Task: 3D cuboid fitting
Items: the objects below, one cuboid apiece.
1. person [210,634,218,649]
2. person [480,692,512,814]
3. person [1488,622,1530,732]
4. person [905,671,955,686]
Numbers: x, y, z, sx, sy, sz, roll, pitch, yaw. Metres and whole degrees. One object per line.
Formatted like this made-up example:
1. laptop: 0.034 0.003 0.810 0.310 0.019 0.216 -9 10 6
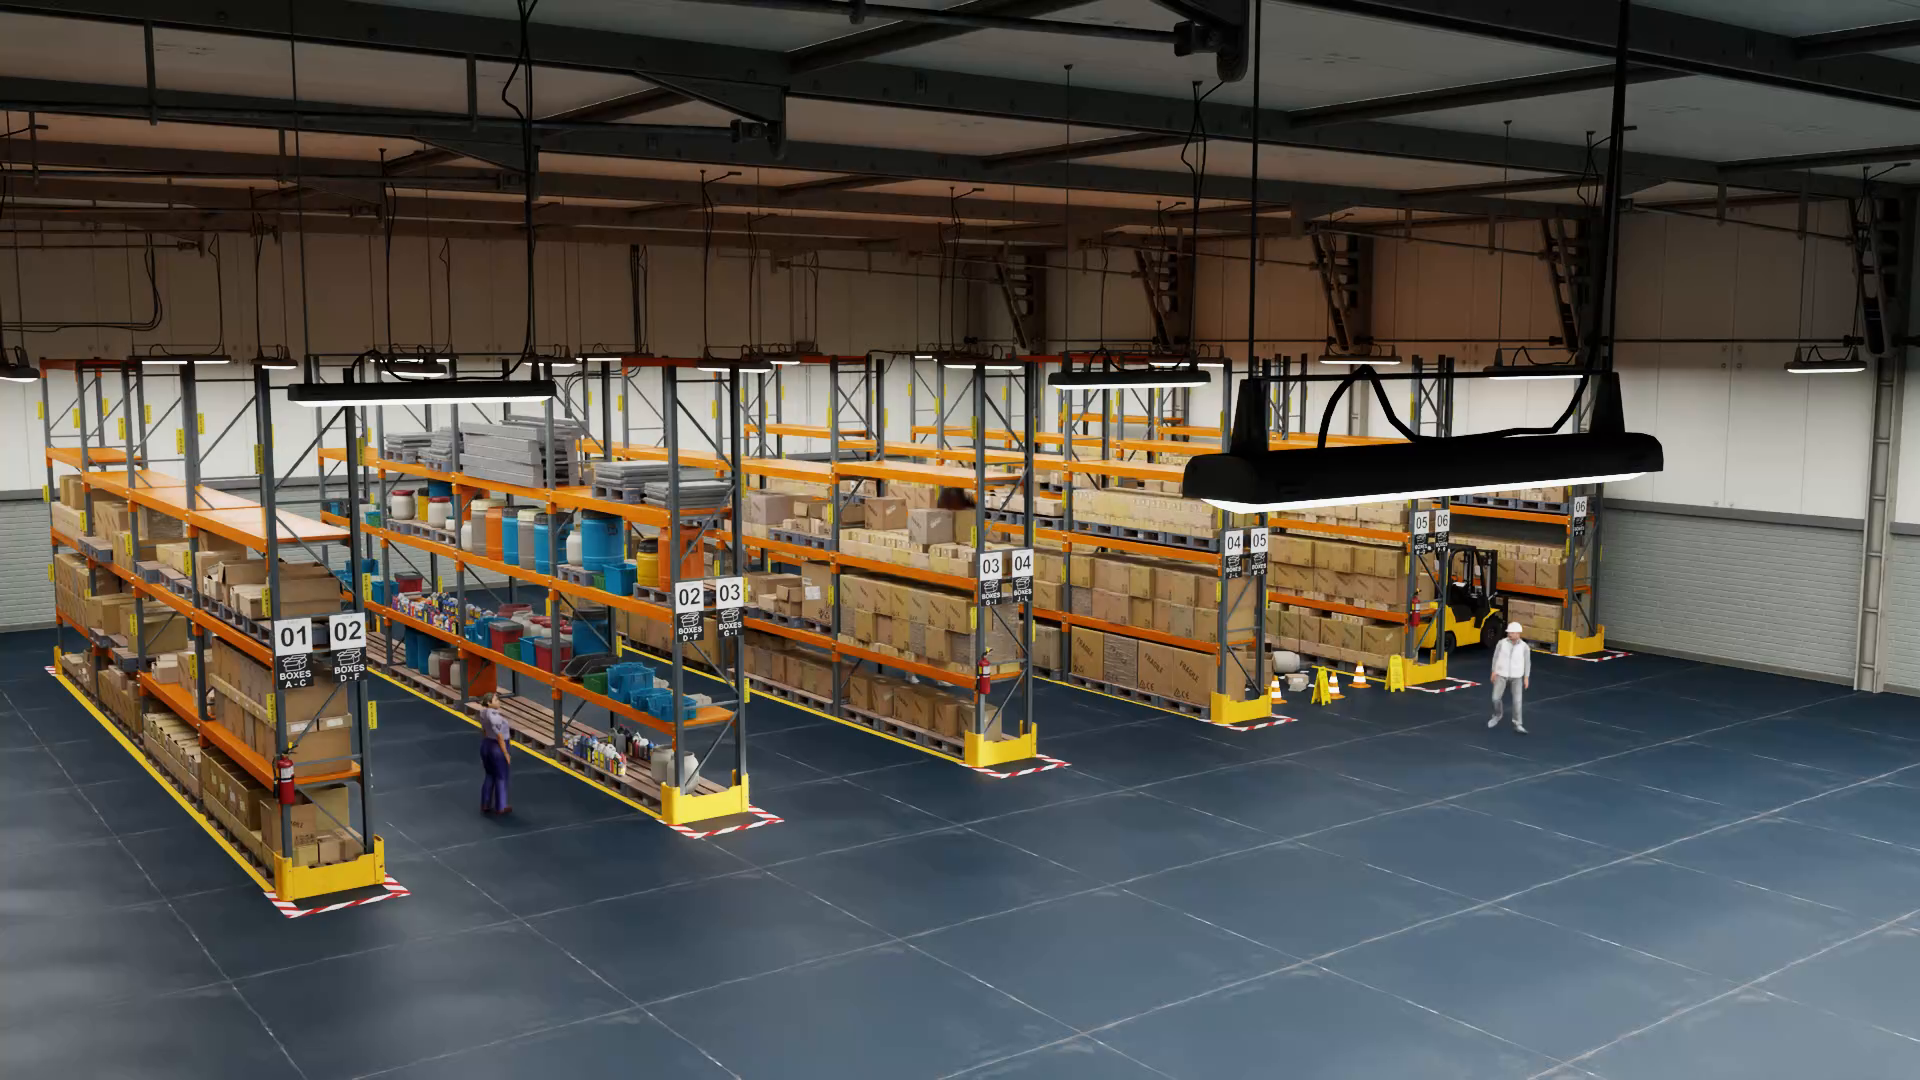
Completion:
1. person: -12.347 2.090 28.331 0.759 1.747 0.994 -5 9 -36
2. person: -6.217 2.859 22.295 0.533 1.681 0.359 5 8 34
3. person: 8.932 2.208 26.998 0.611 1.777 0.459 1 7 12
4. person: -0.578 1.801 30.417 0.671 1.706 1.079 -7 10 -44
